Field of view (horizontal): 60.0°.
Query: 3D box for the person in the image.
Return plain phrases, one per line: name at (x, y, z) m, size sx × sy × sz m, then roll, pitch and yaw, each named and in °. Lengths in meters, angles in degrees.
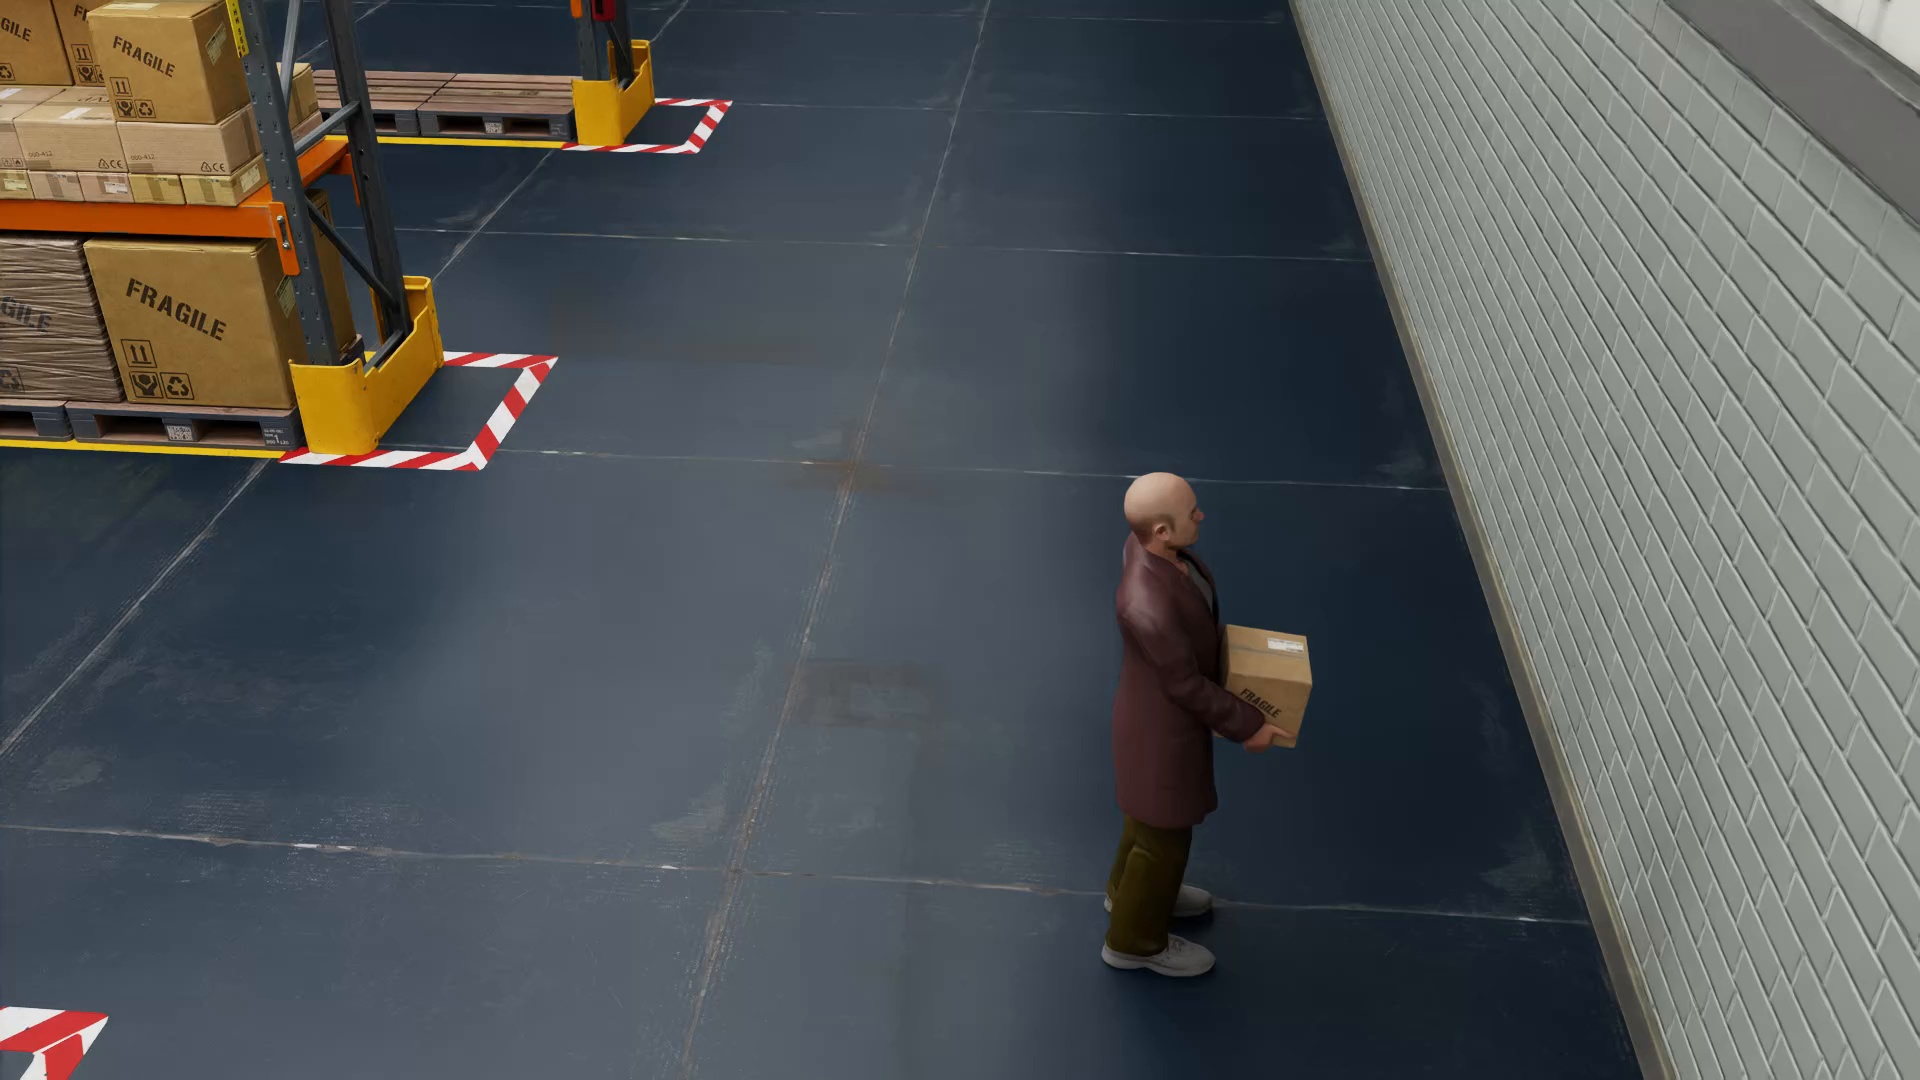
person at (0.741, 0.586, 5.200) m, size 0.558 × 1.773 × 0.529 m, roll 3°, pitch 32°, yaw 5°
